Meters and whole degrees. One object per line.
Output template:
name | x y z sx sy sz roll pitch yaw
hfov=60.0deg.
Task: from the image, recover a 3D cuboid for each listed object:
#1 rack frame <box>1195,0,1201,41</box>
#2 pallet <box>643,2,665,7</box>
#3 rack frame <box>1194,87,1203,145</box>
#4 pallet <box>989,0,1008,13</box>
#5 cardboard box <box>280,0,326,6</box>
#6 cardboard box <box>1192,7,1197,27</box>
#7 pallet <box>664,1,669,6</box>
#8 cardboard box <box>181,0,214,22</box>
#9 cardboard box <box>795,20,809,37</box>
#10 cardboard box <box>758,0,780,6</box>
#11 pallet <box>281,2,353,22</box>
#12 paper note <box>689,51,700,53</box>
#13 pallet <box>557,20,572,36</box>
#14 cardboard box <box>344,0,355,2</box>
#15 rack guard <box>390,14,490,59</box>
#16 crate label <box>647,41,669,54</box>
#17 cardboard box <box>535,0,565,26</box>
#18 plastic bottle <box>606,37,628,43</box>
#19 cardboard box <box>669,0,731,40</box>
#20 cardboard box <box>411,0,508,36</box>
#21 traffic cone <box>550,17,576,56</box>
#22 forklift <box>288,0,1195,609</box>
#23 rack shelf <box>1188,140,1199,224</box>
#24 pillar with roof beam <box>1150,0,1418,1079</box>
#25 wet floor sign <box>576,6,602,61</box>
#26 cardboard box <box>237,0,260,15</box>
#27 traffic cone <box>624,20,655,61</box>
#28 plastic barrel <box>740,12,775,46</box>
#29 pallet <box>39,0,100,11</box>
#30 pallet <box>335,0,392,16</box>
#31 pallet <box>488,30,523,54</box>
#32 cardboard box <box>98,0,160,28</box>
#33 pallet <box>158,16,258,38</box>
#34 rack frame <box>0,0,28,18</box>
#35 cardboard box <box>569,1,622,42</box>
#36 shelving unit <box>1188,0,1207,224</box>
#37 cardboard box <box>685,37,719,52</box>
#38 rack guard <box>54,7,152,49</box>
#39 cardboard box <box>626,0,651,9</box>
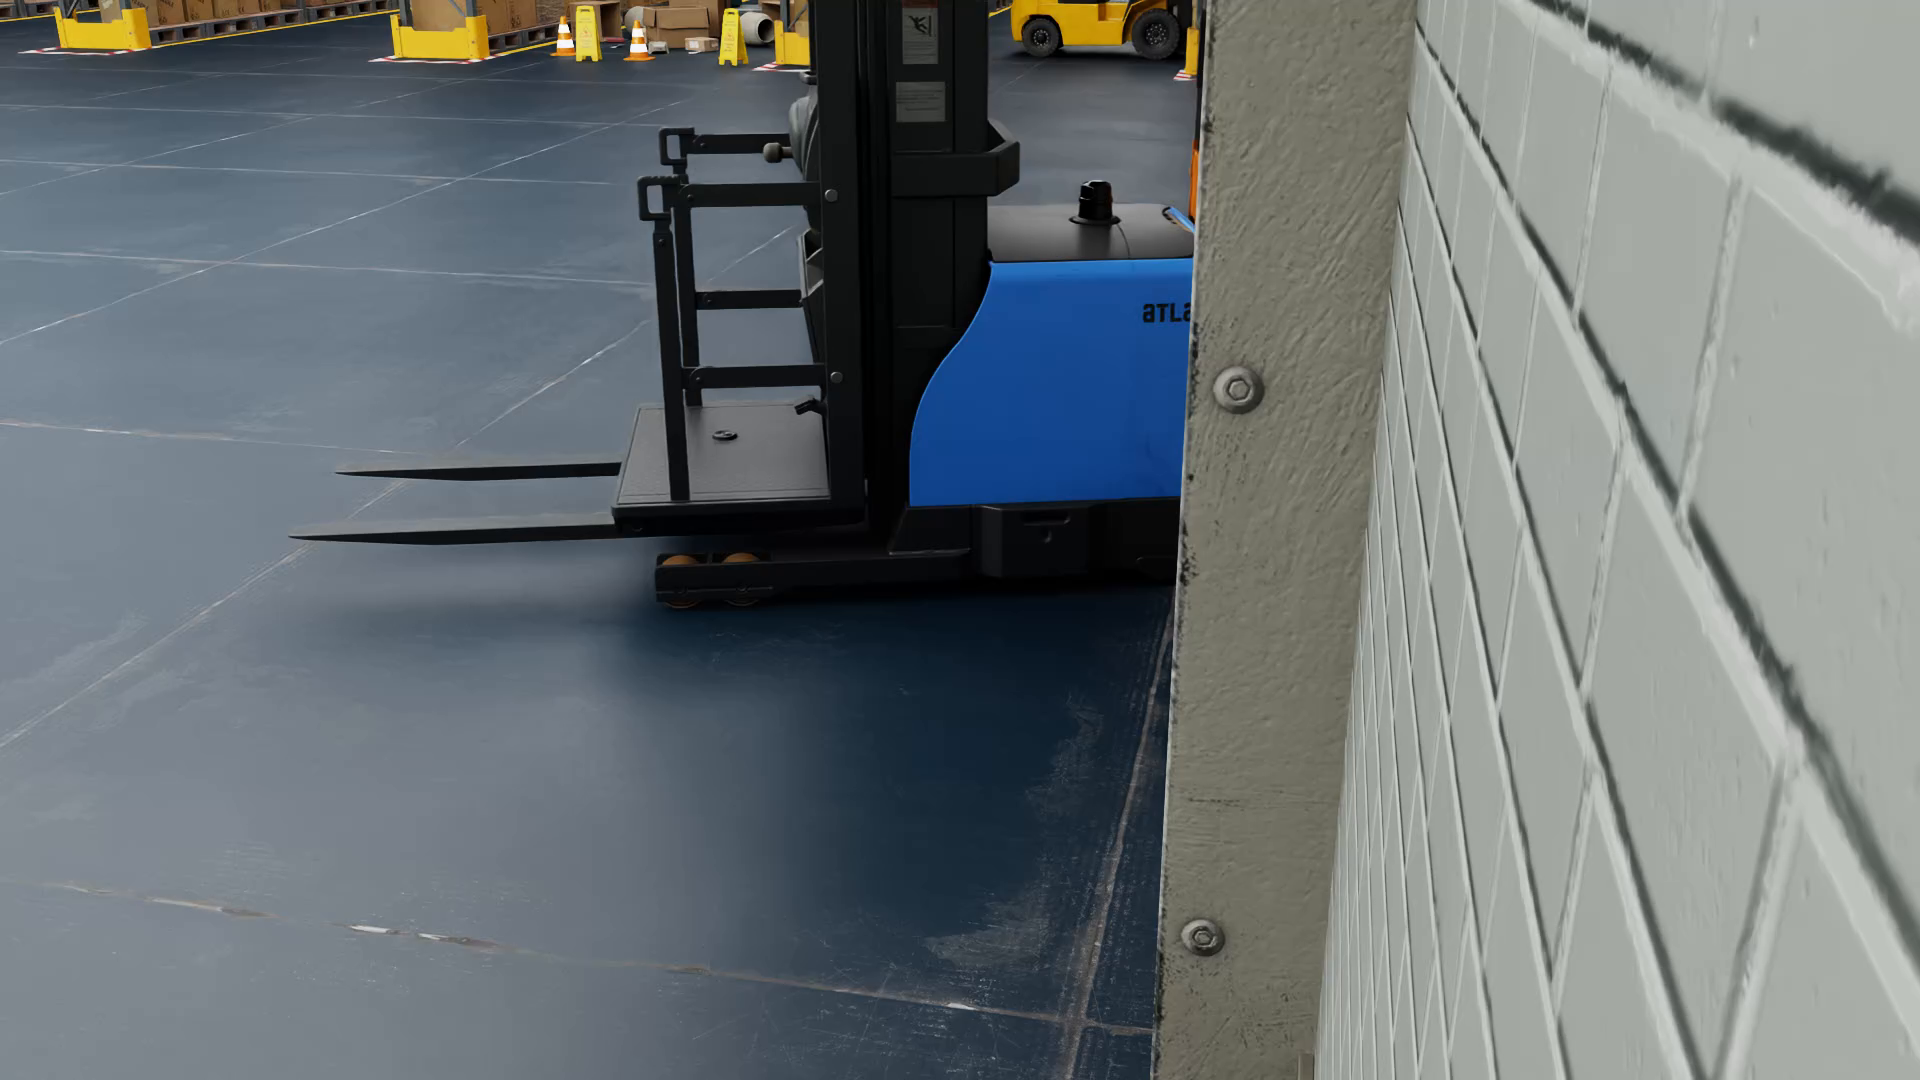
rack frame | 3.202 -6.780 18.660 1.000 3.000 0.127 4 22 11
pallet | -5.377 -8.402 26.421 1.003 0.211 1.213 4 22 11
rack frame | 1.024 -1.183 5.960 0.400 2.100 0.015 0 21 -1
pallet | 0.209 -9.071 28.084 1.003 0.211 1.213 4 22 11
cardboard box | -10.397 -8.642 26.043 0.700 0.500 0.500 3 22 7
cardboard box | 2.996 -6.133 19.503 0.500 0.250 0.500 4 22 10
pallet | -5.126 -8.847 27.526 1.003 0.211 1.213 4 22 11
cardboard box | -10.981 -7.623 23.539 0.500 0.500 0.500 7 23 16
cardboard box | -1.751 -6.401 20.838 0.500 0.250 0.500 4 22 11
cardboard box | -2.590 -7.936 23.864 0.500 0.500 0.500 4 22 11
pallet | -10.385 -8.366 26.333 1.003 0.211 1.213 4 22 11
paper note | -3.413 -6.277 21.386 0.148 0.019 0.142 -3 22 -8
pallet | -5.940 -7.394 23.919 1.003 0.211 1.213 4 22 11
cardboard box | -10.167 -9.020 26.981 0.700 0.500 0.500 3 22 6
rack guard | -6.529 -6.329 20.887 1.175 0.500 0.348 4 22 11
crate label | -3.889 -6.337 21.393 0.250 0.136 0.298 -7 23 -17
cardboard box | -6.085 -7.614 23.015 0.875 0.875 0.875 5 22 11
plastic bottle | -4.682 -6.830 22.719 0.283 0.061 0.133 -3 22 -8
cardboard box | -3.595 -7.240 22.963 0.797 0.637 0.503 4 22 11
cardboard box | -6.450 -6.959 21.388 0.875 0.875 0.875 5 22 11
traffic cone | -5.026 -6.406 21.129 0.336 0.463 0.334 4 22 11
forklift | -0.662 -1.348 5.267 3.031 2.935 1.130 -2 22 -6
rack shelf | 1.029 -1.081 5.738 0.431 0.518 0.480 0 21 -1
pillar with roof beam | -3.661 -3.493 2.471 9.100 9.000 0.400 4 22 11
wet floor sign | -4.592 -6.243 20.480 0.267 0.644 0.232 1 22 2
cardboard box | -10.773 -8.057 24.616 0.500 0.500 0.500 12 25 28
traffic cone | -3.989 -6.196 20.606 0.336 0.463 0.334 4 22 11
plastic barrel | -2.718 -6.832 22.240 0.421 0.421 0.512 -16 27 -35
pallet | -15.023 -9.197 28.395 1.003 0.211 1.213 4 22 11
pallet | -10.139 -8.814 27.444 1.003 0.211 1.213 4 22 11
pallet | -6.438 -6.502 21.704 1.003 0.211 1.213 4 22 11
cardboard box | -11.215 -7.174 22.425 0.500 0.500 0.500 9 24 21
pallet | -10.892 -7.386 23.898 1.003 0.211 1.213 4 22 11
rack frame | -15.392 -9.752 26.042 1.000 3.000 0.127 4 22 11
cardboard box | -5.020 -7.156 22.937 0.500 0.500 0.500 8 23 20
shelving unit | 1.029 -1.094 5.733 0.431 2.100 0.503 0 21 -1
cardboard box | -3.368 -6.467 21.701 0.380 0.149 0.250 18 28 38
rack guard | -11.344 -6.780 22.008 1.175 0.500 0.348 4 22 11
cardboard box | -5.469 -8.697 25.872 1.050 0.750 0.750 4 22 11
